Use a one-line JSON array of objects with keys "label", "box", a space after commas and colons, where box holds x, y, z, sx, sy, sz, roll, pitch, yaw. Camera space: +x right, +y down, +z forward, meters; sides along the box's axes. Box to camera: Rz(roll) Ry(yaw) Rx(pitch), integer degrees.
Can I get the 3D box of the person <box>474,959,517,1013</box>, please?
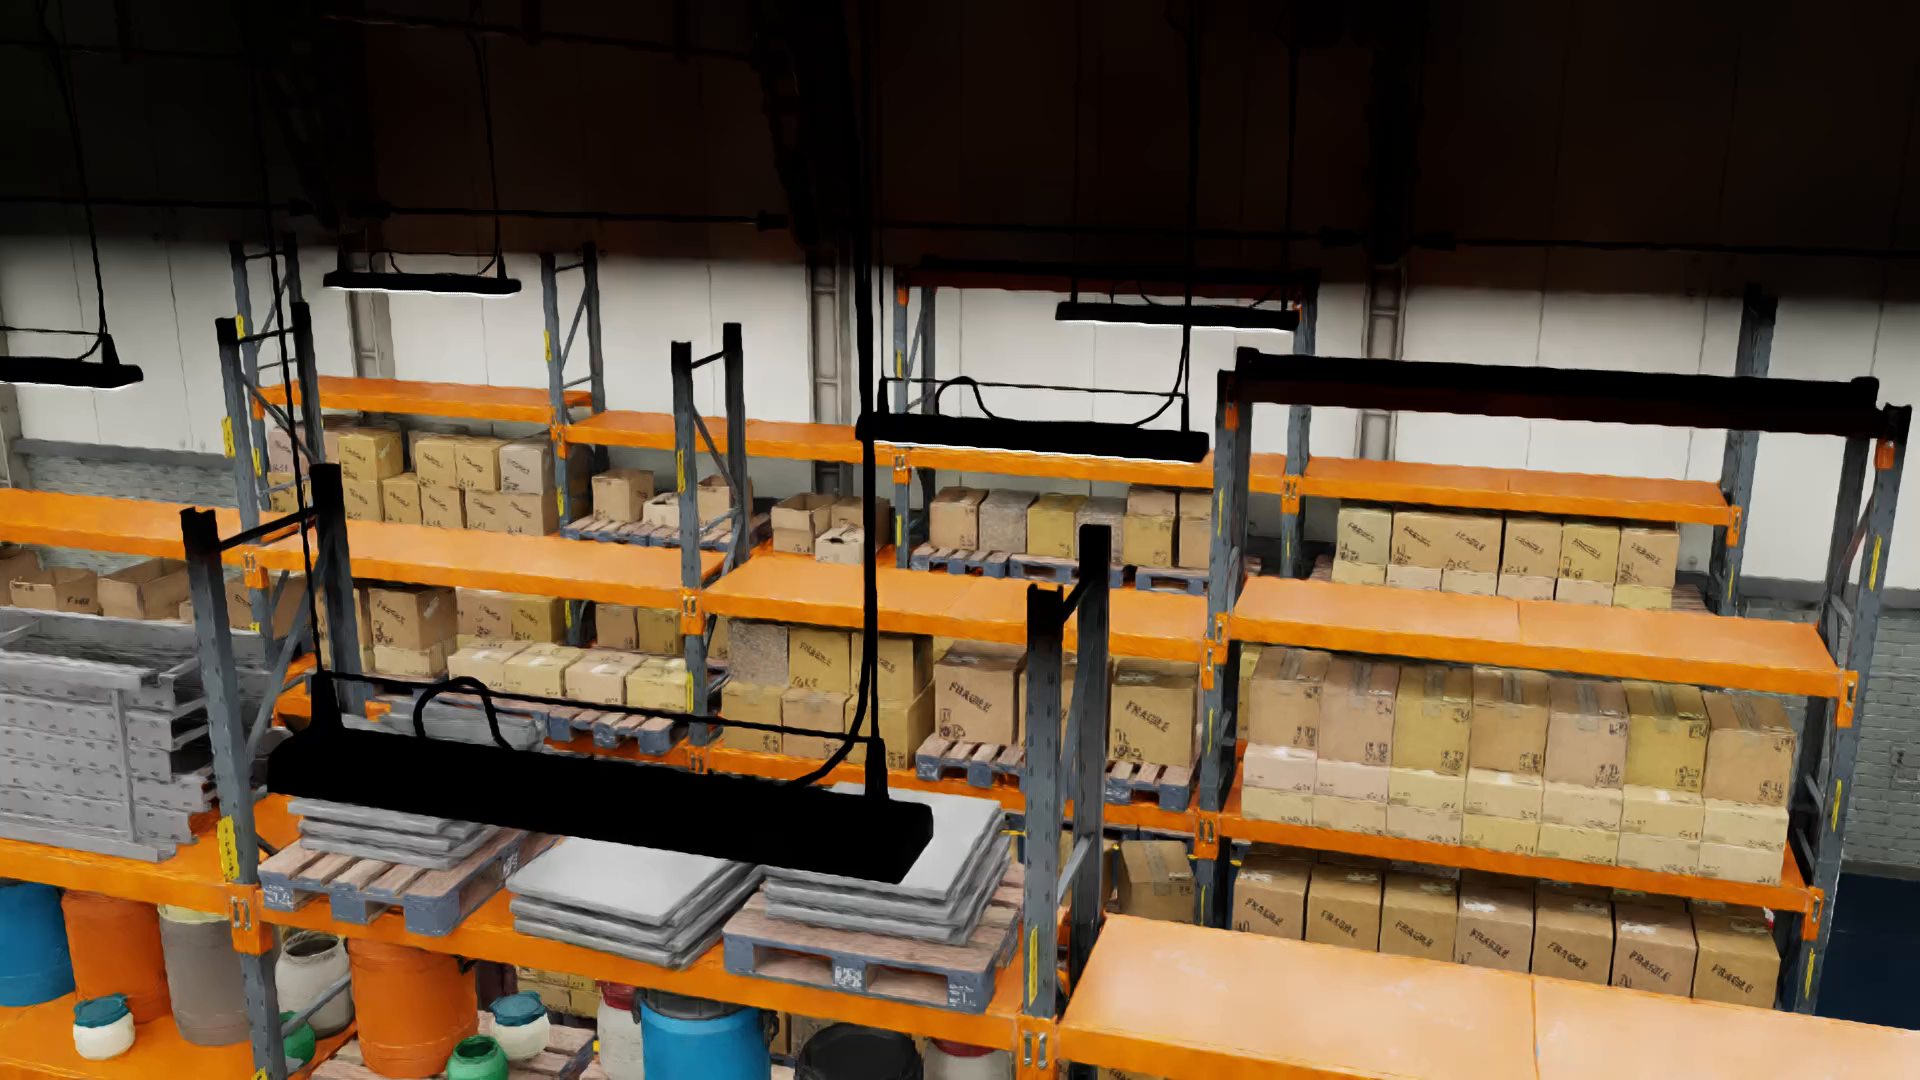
[{"label": "person", "box": [-3.785, 3.606, 13.033, 0.634, 1.779, 0.517, -2, 16, -6]}]
